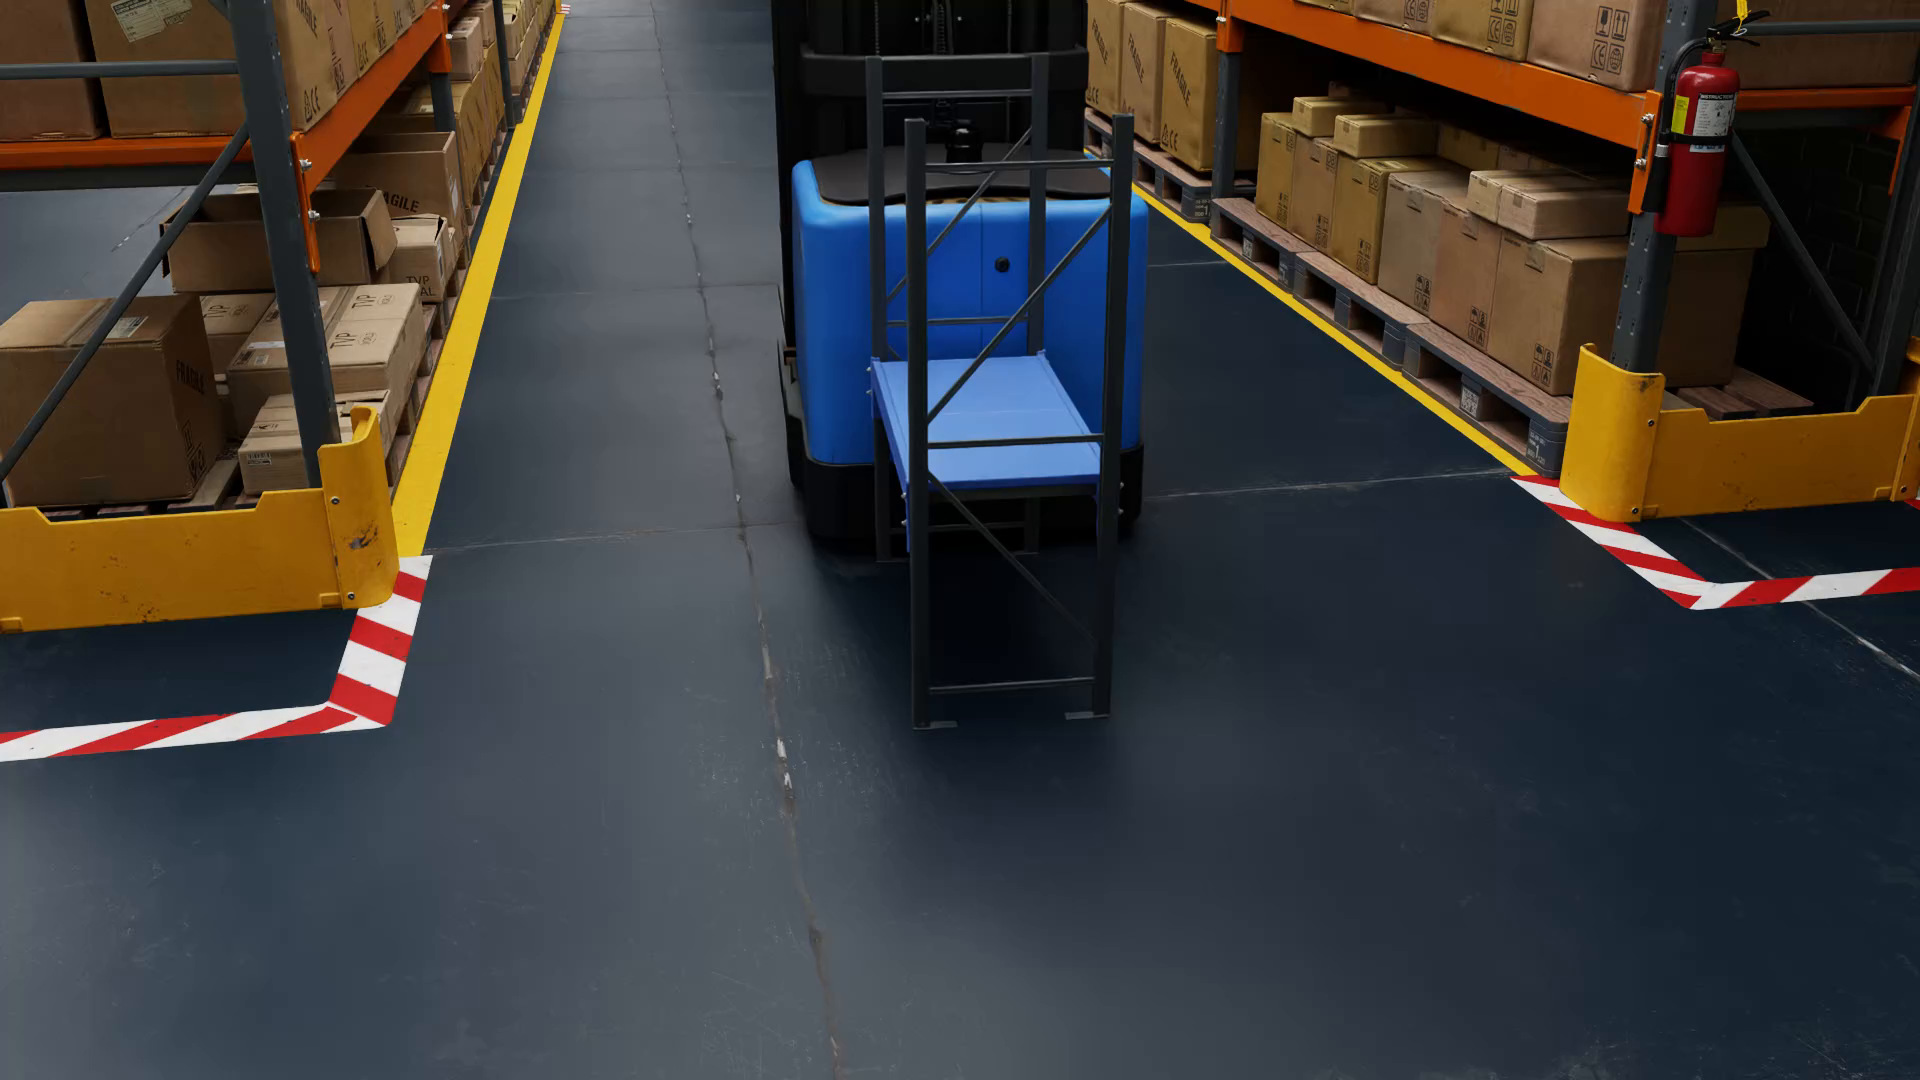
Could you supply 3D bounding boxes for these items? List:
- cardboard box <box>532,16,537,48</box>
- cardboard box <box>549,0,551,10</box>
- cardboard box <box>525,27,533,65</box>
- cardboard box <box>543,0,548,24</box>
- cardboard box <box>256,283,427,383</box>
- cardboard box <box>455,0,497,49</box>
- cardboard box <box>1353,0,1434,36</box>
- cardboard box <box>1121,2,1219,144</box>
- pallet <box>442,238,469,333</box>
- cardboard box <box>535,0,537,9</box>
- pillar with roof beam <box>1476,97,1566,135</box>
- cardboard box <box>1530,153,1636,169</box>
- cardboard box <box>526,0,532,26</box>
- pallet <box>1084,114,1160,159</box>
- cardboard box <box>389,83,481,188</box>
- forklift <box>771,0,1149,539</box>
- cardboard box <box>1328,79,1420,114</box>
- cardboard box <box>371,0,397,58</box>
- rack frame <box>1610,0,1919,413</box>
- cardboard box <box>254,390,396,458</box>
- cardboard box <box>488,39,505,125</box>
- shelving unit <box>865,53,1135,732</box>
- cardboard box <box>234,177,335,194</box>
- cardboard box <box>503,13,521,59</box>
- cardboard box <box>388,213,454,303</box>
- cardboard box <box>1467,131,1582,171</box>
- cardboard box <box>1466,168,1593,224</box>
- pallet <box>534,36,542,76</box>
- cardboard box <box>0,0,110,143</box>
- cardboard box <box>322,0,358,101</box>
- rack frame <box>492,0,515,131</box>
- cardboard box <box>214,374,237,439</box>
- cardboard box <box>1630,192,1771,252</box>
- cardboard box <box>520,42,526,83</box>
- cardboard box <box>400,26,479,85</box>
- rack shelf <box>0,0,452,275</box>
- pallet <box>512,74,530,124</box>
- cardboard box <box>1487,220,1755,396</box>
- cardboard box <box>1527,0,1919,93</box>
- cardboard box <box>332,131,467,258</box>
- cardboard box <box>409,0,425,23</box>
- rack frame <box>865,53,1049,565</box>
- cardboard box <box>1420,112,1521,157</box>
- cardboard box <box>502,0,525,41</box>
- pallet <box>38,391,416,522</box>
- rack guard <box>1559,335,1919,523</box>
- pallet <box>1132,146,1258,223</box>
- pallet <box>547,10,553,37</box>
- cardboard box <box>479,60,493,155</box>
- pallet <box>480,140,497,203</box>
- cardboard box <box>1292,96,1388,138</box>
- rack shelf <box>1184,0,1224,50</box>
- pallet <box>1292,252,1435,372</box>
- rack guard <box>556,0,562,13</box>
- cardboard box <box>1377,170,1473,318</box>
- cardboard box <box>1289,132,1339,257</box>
[{"bbox_3d":[-4.013,-4.489,14.692,0.500,0.250,0.500,-5,24,-11],"label":"cardboard box"},{"bbox_3d":[-4.527,-5.625,17.293,0.500,0.250,0.500,-4,24,-10],"label":"cardboard box"},{"bbox_3d":[-3.825,-4.088,13.773,0.500,0.250,0.500,-4,24,-9],"label":"cardboard box"},{"bbox_3d":[-4.341,-5.232,16.392,0.500,0.250,0.500,-4,24,-10],"label":"cardboard box"},{"bbox_3d":[-2.254,-0.747,6.099,0.500,0.250,0.500,-4,24,-10],"label":"cardboard box"},{"bbox_3d":[-3.308,-3.352,10.813,0.500,0.250,0.500,-3,24,-8],"label":"cardboard box"},{"bbox_3d":[2.239,-2.469,6.780,0.980,0.700,0.700,-5,24,-12],"label":"cardboard box"},{"bbox_3d":[1.466,-2.922,10.353,0.750,0.750,0.750,-4,24,-8],"label":"cardboard box"},{"bbox_3d":[-2.861,-1.203,7.740,1.003,0.211,1.213,-4,24,-10],"label":"pallet"},{"bbox_3d":[-4.109,-4.949,15.044,0.500,0.311,0.500,-4,24,-10],"label":"cardboard box"},{"bbox_3d":[-1.370,-5.338,6.230,9.100,9.000,0.400,-4,24,-10],"label":"pillar with roof beam"},{"bbox_3d":[2.472,-1.421,6.544,0.380,0.149,0.250,-4,24,-9],"label":"cardboard box"},{"bbox_3d":[-3.917,-4.548,14.126,0.500,0.311,0.500,-4,24,-10],"label":"cardboard box"},{"bbox_3d":[1.435,-2.620,10.985,1.003,0.211,1.213,-4,24,-10],"label":"pallet"},{"bbox_3d":[-2.946,-2.224,9.169,0.500,0.500,0.500,-4,24,-9],"label":"cardboard box"},{"bbox_3d":[-0.137,-1.903,5.946,1.130,2.935,3.031,-3,24,-7],"label":"forklift"},{"bbox_3d":[2.087,-2.233,8.403,0.380,0.149,0.250,-4,24,-10],"label":"cardboard box"},{"bbox_3d":[-2.351,-2.014,5.990,0.500,0.500,0.500,-4,24,-9],"label":"cardboard box"},{"bbox_3d":[2.620,-1.546,5.041,1.000,3.000,0.127,-4,24,-10],"label":"rack frame"},{"bbox_3d":[-2.033,-0.369,5.338,0.380,0.166,0.250,-4,24,-10],"label":"cardboard box"},{"bbox_3d":[-3.323,-3.030,11.013,0.500,0.500,0.500,-3,24,-8],"label":"cardboard box"},{"bbox_3d":[0.062,-0.429,4.358,0.538,1.500,1.048,-3,24,-7],"label":"shelving unit"},{"bbox_3d":[-3.122,-1.539,7.836,0.500,0.311,0.500,-4,24,-10],"label":"cardboard box"},{"bbox_3d":[-3.535,-3.741,12.279,0.500,0.311,0.500,-4,24,-8],"label":"cardboard box"},{"bbox_3d":[-2.464,-1.222,7.110,0.500,0.311,0.500,-4,24,-10],"label":"cardboard box"},{"bbox_3d":[2.376,-1.622,7.004,0.380,0.149,0.250,-4,24,-9],"label":"cardboard box"},{"bbox_3d":[2.142,-1.295,6.256,0.380,0.149,0.250,-4,24,-8],"label":"cardboard box"},{"bbox_3d":[-4.291,-4.333,14.907,1.003,0.211,1.213,-4,24,-10],"label":"pallet"},{"bbox_3d":[-2.597,-1.379,4.536,0.500,0.500,0.500,-4,24,-8],"label":"cardboard box"},{"bbox_3d":[-2.171,-1.620,5.087,0.500,0.500,0.500,-5,24,-10],"label":"cardboard box"},{"bbox_3d":[-3.726,-4.324,11.403,1.000,3.000,0.127,-4,24,-10],"label":"rack frame"},{"bbox_3d":[-2.576,-0.442,5.505,0.380,0.166,0.250,-4,24,-10],"label":"cardboard box"},{"bbox_3d":[2.612,-1.123,5.862,0.380,0.149,0.250,-4,24,-9],"label":"cardboard box"},{"bbox_3d":[-3.628,-3.682,12.844,0.500,0.250,0.500,-5,24,-11],"label":"cardboard box"},{"bbox_3d":[-3.022,-2.752,9.441,0.500,0.250,0.500,-4,24,-10],"label":"cardboard box"},{"bbox_3d":[-2.617,-1.635,6.144,1.077,0.370,4.000,-4,24,-10],"label":"rack shelf"},{"bbox_3d":[-3.840,-3.373,12.709,1.003,0.211,1.213,-4,24,-10],"label":"pallet"},{"bbox_3d":[2.393,-0.861,6.071,0.700,0.500,0.500,-4,24,-10],"label":"cardboard box"},{"bbox_3d":[2.516,-1.883,5.439,0.980,0.700,0.700,-3,24,-7],"label":"cardboard box"},{"bbox_3d":[-2.603,-1.604,7.748,0.500,0.500,0.500,-4,24,-10],"label":"cardboard box"},{"bbox_3d":[-2.545,-2.416,6.910,0.500,0.500,0.500,-4,24,-8],"label":"cardboard box"},{"bbox_3d":[-0.007,-0.630,4.819,0.500,1.500,0.032,-3,24,-7],"label":"rack frame"},{"bbox_3d":[2.281,-1.823,7.464,0.380,0.149,0.250,-4,24,-9],"label":"cardboard box"},{"bbox_3d":[-3.732,-4.148,13.210,0.500,0.311,0.500,-5,24,-11],"label":"cardboard box"},{"bbox_3d":[-2.409,-0.243,5.543,1.003,0.211,1.213,-4,24,-10],"label":"pallet"},{"bbox_3d":[2.625,-0.391,5.520,1.175,0.500,0.348,-4,24,-10],"label":"rack guard"},{"bbox_3d":[1.664,-2.139,9.884,1.003,0.211,1.213,-4,24,-10],"label":"pallet"},{"bbox_3d":[-4.801,-5.417,17.388,1.003,0.211,1.213,-4,24,-10],"label":"pallet"},{"bbox_3d":[-3.124,-2.620,10.075,0.500,0.500,0.500,-5,24,-12],"label":"cardboard box"},{"bbox_3d":[-3.403,-2.271,10.186,1.003,0.211,1.213,-4,24,-10],"label":"pallet"},{"bbox_3d":[1.802,-2.013,7.900,0.380,0.149,0.250,-4,24,-8],"label":"cardboard box"},{"bbox_3d":[1.511,-3.576,10.589,1.077,0.370,4.000,-4,24,-10],"label":"rack shelf"},{"bbox_3d":[2.174,-1.055,7.403,1.003,0.211,1.213,-4,24,-10],"label":"pallet"},{"bbox_3d":[-5.210,-6.335,19.130,1.175,0.500,0.348,-4,24,-10],"label":"rack guard"},{"bbox_3d":[2.207,-1.255,6.974,0.700,0.500,0.500,-5,24,-11],"label":"cardboard box"},{"bbox_3d":[2.008,-1.666,7.916,0.700,0.500,0.500,-5,24,-10],"label":"cardboard box"}]
